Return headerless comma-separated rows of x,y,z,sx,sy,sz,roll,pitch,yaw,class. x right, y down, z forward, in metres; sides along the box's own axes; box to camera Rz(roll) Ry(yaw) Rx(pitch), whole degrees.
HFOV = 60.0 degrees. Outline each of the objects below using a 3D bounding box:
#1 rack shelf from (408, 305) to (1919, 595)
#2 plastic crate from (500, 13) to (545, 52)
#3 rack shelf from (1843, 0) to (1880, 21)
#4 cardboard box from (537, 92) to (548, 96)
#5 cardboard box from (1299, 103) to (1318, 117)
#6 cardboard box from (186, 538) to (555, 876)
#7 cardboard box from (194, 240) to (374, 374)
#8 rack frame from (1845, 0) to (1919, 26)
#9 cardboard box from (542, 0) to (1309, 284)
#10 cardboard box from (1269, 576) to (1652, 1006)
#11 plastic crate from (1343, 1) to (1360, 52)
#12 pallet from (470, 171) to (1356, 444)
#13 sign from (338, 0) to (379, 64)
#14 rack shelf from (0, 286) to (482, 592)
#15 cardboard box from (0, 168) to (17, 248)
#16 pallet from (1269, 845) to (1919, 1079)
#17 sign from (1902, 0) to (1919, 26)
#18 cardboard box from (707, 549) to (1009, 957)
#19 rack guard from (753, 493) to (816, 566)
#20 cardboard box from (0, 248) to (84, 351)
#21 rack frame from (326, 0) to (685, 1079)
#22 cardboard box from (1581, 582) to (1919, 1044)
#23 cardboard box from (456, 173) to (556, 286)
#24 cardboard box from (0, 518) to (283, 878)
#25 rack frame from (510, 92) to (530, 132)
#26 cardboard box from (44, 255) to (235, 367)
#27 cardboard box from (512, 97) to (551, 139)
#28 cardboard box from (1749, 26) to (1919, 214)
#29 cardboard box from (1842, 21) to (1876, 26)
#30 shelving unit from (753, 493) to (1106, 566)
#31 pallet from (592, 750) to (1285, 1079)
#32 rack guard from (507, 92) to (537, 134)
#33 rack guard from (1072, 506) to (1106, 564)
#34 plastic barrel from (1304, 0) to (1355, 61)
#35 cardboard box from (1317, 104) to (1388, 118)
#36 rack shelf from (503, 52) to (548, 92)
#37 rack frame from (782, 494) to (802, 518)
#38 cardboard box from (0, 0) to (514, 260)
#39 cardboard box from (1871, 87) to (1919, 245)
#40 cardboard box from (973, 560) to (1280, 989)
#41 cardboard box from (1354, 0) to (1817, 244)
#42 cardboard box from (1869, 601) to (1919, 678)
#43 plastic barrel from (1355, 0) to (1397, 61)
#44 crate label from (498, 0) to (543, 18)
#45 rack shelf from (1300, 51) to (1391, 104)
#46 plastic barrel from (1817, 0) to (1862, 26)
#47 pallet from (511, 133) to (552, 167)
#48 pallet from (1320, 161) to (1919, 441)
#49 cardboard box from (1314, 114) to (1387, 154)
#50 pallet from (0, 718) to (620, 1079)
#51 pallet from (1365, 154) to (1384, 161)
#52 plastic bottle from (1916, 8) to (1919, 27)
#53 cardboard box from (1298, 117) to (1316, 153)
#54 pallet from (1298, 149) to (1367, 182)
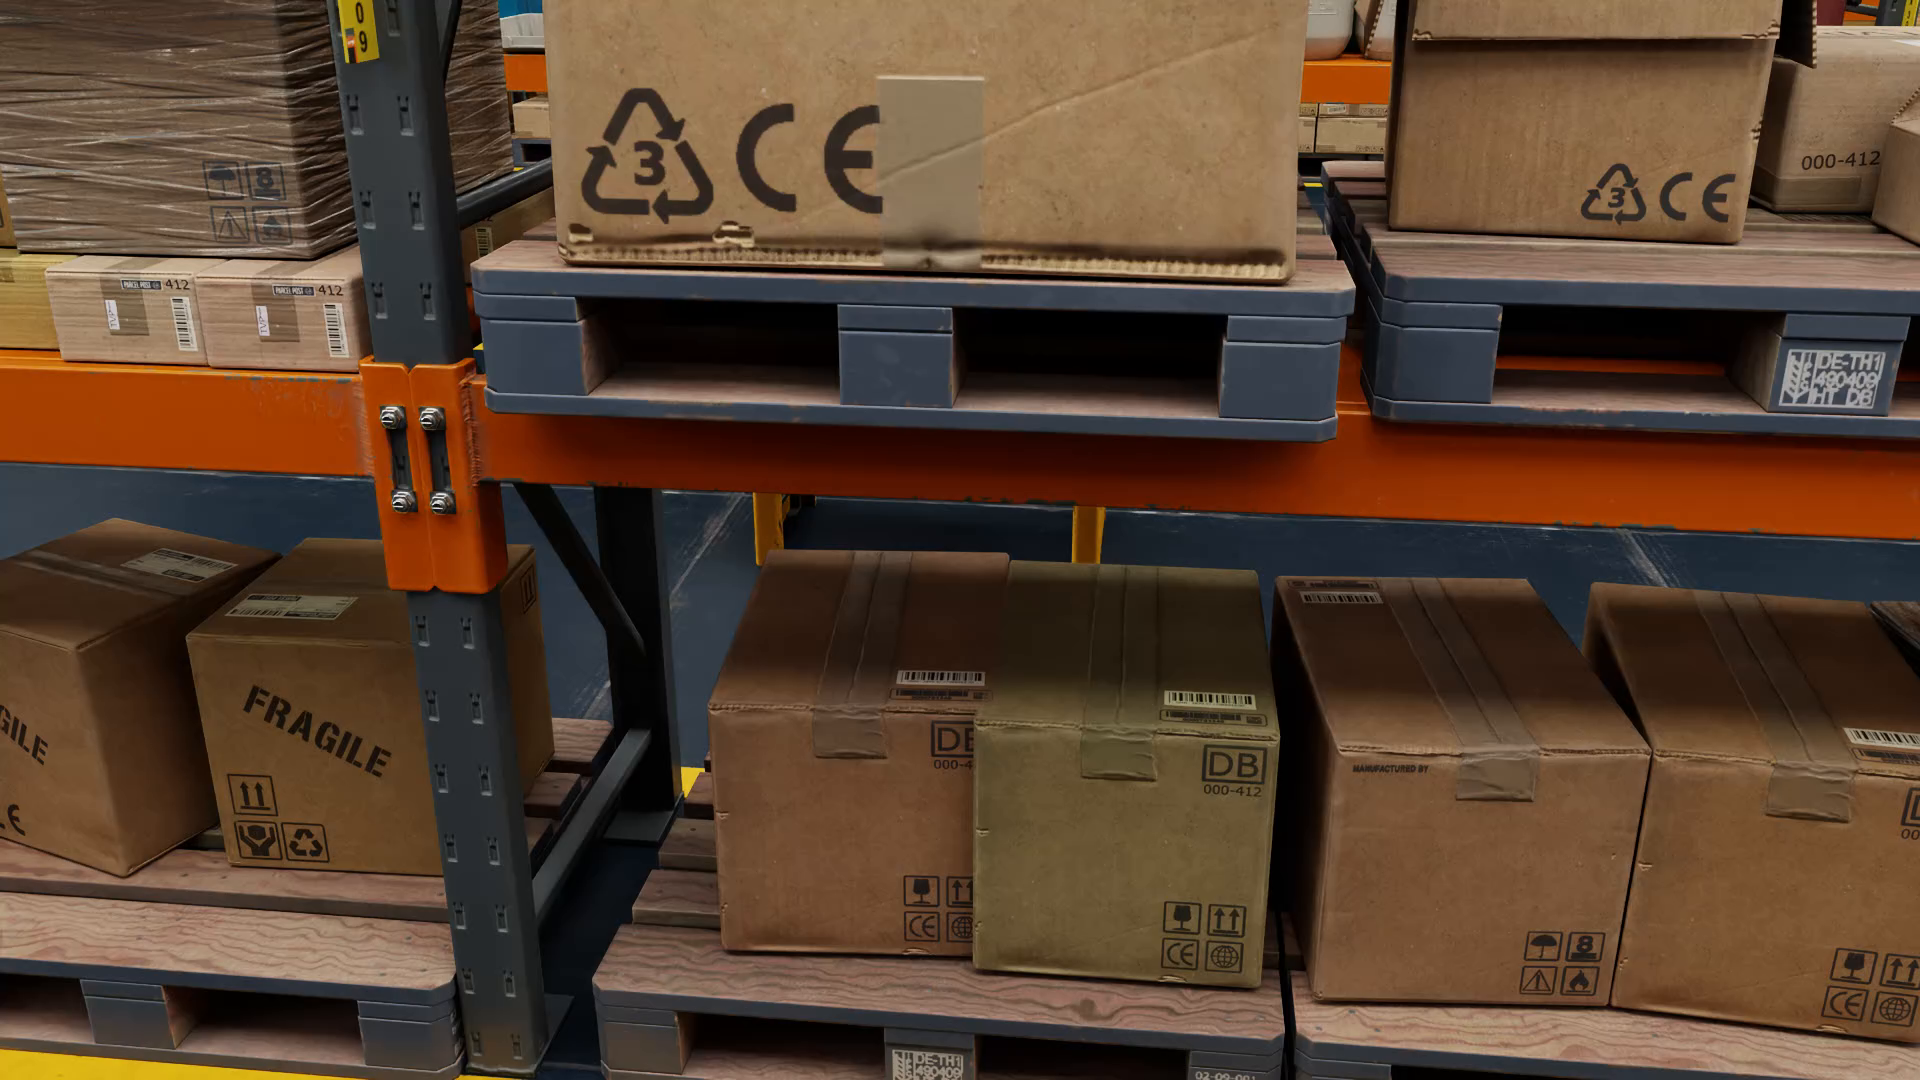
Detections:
1.217,-0.190,2.819,4.000,0.370,1.077,2,22,6,rack shelf
-1.829,-2.275,7.472,0.437,0.136,0.530,2,22,6,plastic crate
6.358,-3.634,11.529,4.000,0.370,1.077,2,22,6,rack shelf
-3.005,-3.752,12.998,0.500,0.500,0.500,2,22,6,cardboard box
2.308,-3.230,11.937,0.500,0.311,0.500,3,22,8,cardboard box
-1.162,0.324,3.369,0.500,0.500,0.500,2,22,5,cardboard box
-1.018,-0.396,2.704,0.250,0.149,0.380,2,22,6,cardboard box
3.786,-2.246,7.042,0.127,3.000,1.000,2,22,6,rack frame
0.003,-1.000,2.502,1.000,1.000,1.000,3,22,7,cardboard box
0.865,0.433,3.067,0.500,0.500,0.700,1,22,2,cardboard box
1.576,-2.349,7.589,0.662,0.188,0.450,2,22,6,plastic crate
-0.028,-0.436,2.723,1.213,0.211,1.003,2,22,6,pallet
-0.826,-0.815,2.245,0.005,0.325,0.100,2,22,6,sign
-2.756,-0.363,3.257,4.000,0.370,1.077,2,22,6,rack shelf
-1.701,-0.873,3.026,0.500,0.500,0.875,2,22,6,cardboard box
1.219,0.771,3.203,1.213,0.211,1.003,2,22,6,pallet
3.728,-2.121,6.503,0.005,0.325,0.100,2,22,6,sign
-0.162,0.381,3.197,0.500,0.500,0.700,1,22,2,cardboard box
-0.570,-0.141,5.457,0.087,0.250,0.587,2,22,6,rack guard
-1.506,-0.443,2.823,0.250,0.149,0.380,2,22,6,cardboard box
-0.769,-0.611,2.906,0.127,3.000,1.000,2,22,6,rack frame
1.419,0.457,3.006,0.500,0.500,0.700,4,22,11,cardboard box
-0.948,-0.613,3.253,0.250,0.149,0.380,2,22,6,cardboard box
-1.732,0.302,3.425,0.500,0.500,0.500,10,24,23,cardboard box
-3.572,-4.401,12.492,0.127,3.000,1.000,2,22,6,rack frame
-1.265,-0.411,2.740,0.250,0.149,0.380,2,22,6,cardboard box
-3.066,-3.213,12.656,0.500,0.250,0.500,2,22,6,cardboard box
1.565,-0.720,2.814,0.500,0.250,0.500,2,22,5,cardboard box
8.263,-4.867,16.023,0.750,0.750,0.750,3,22,7,cardboard box
-0.076,-0.701,5.172,1.083,1.500,0.587,2,22,6,shelving unit
0.004,0.719,3.335,1.213,0.211,1.003,2,22,6,pallet
-3.596,-3.239,12.954,0.348,0.500,1.175,2,22,6,rack guard
0.419,-0.098,5.348,0.087,0.250,0.587,2,22,6,rack guard
1.466,-2.329,7.067,0.433,0.535,0.433,0,22,0,plastic barrel
2.805,-3.208,11.880,0.500,0.311,0.500,2,22,6,cardboard box
-2.173,-2.171,7.831,4.000,0.370,1.077,2,22,6,rack shelf
-0.590,-0.723,5.229,0.032,1.500,0.500,2,22,6,rack frame
-1.209,-0.838,2.939,0.500,0.500,0.875,2,22,6,cardboard box
1.515,-0.544,2.349,0.258,0.266,0.396,2,22,5,cardboard box
0.309,0.409,3.128,0.500,0.500,0.700,2,22,6,cardboard box
0.963,-0.813,2.705,0.637,0.503,0.797,5,22,12,cardboard box
1.983,0.479,2.950,0.500,0.500,0.700,1,22,2,cardboard box
1.896,-2.311,7.020,0.433,0.535,0.433,0,22,0,plastic barrel
-2.299,-2.628,7.959,0.616,0.435,0.502,2,22,6,crate label
1.800,-1.998,7.393,4.000,0.370,1.077,2,22,6,rack shelf
3.289,-2.219,6.788,0.708,0.536,0.600,2,22,6,plastic barrel
-2.808,-3.086,12.959,1.213,0.211,1.003,2,22,6,pallet
1.232,-0.420,2.682,1.213,0.211,1.003,2,22,6,pallet
2.810,-2.949,11.988,0.500,0.250,0.500,3,22,8,cardboard box
-1.441,0.669,3.459,1.213,0.211,1.003,2,22,6,pallet
3.559,-2.808,12.255,1.213,0.211,1.003,2,22,6,pallet
4.238,-2.330,7.413,0.133,0.283,0.061,2,22,6,plastic bottle
2.299,-2.970,12.041,0.500,0.250,0.500,3,22,7,cardboard box
2.351,-2.862,12.391,1.213,0.211,1.003,2,22,6,pallet
